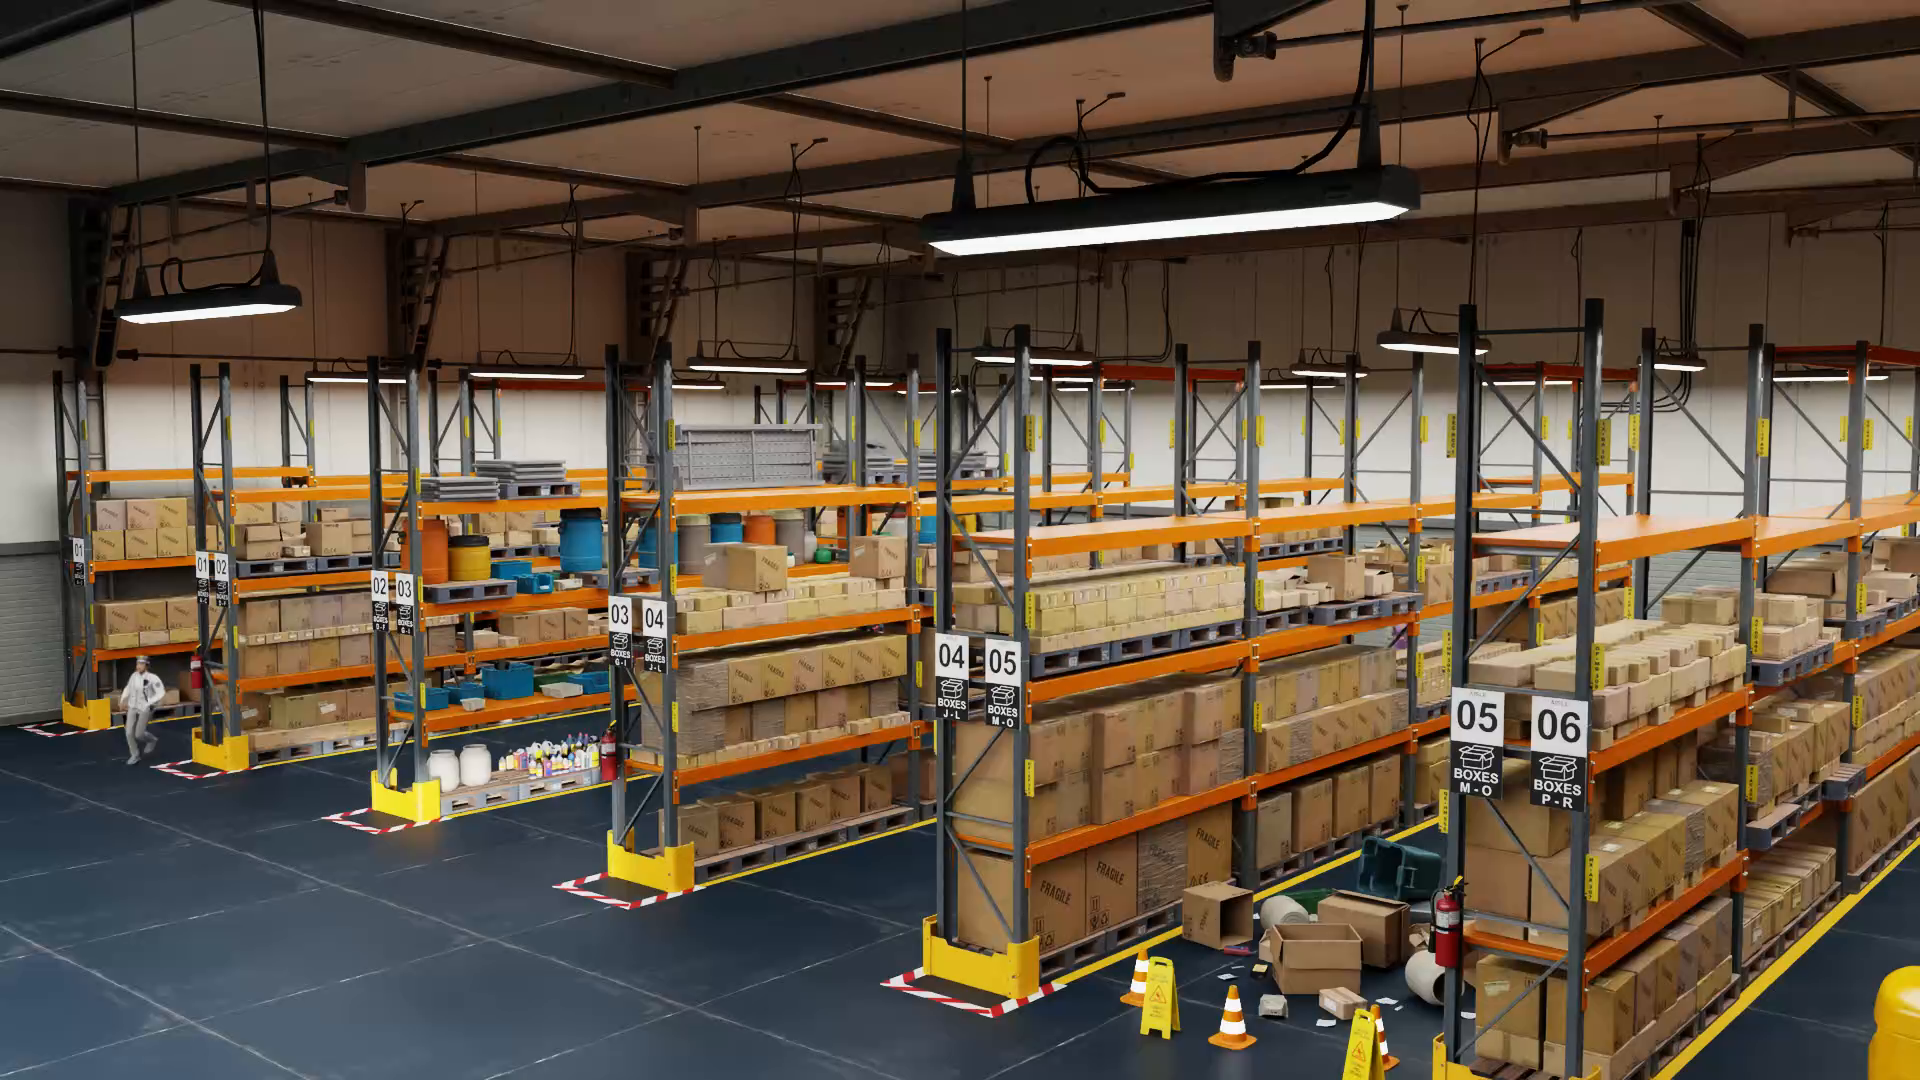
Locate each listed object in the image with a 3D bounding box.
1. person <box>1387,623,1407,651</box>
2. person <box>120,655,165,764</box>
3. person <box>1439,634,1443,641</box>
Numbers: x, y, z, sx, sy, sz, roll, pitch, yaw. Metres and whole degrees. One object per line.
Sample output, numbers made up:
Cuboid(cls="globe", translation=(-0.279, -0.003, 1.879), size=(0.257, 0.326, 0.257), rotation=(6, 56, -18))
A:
Cuboid(cls="person", translation=(8.390, 2.107, 31.624), size=(0.558, 1.570, 0.875), rotation=(0, 4, -1))
Cuboid(cls="person", translation=(-12.351, 2.544, 25.167), size=(0.650, 1.654, 0.589), rotation=(1, 4, 11))
Cuboid(cls="person", translation=(8.159, 2.367, 27.708), size=(0.693, 1.692, 1.007), rotation=(2, 5, 27))
